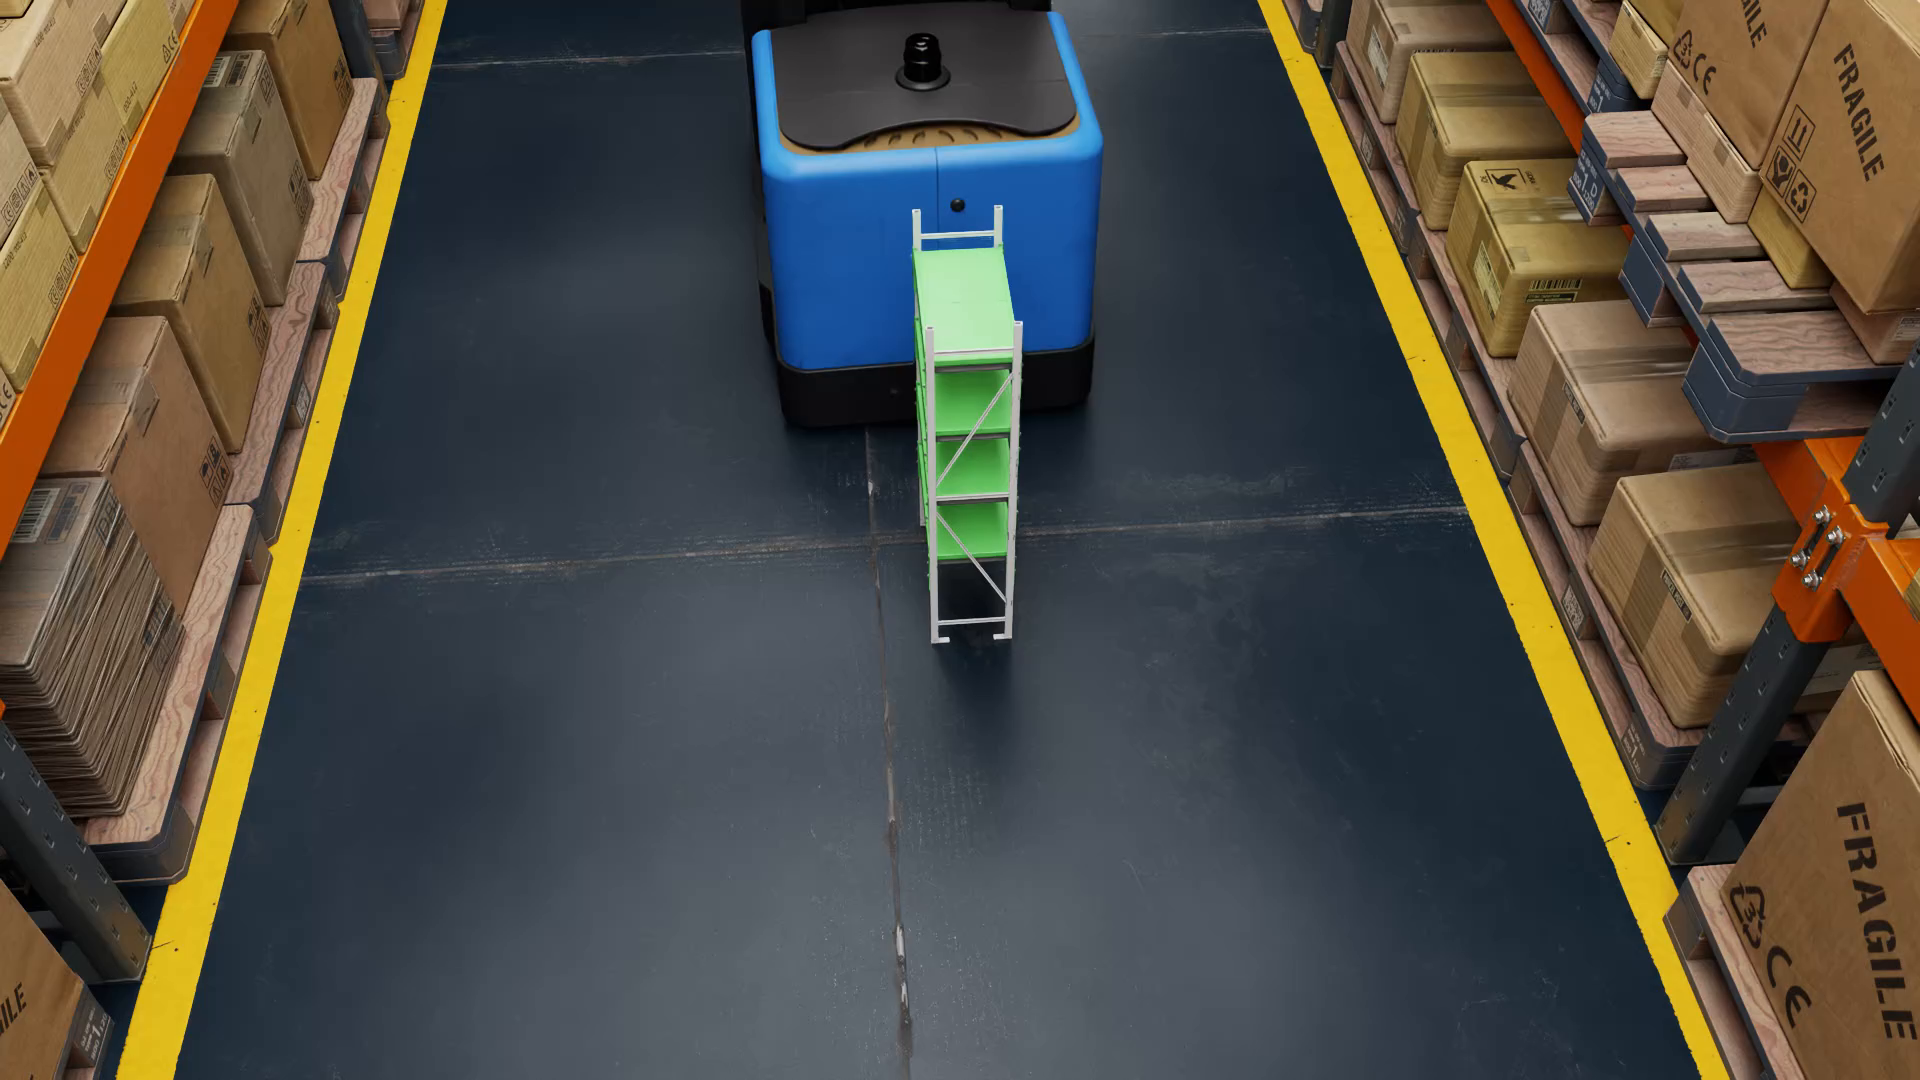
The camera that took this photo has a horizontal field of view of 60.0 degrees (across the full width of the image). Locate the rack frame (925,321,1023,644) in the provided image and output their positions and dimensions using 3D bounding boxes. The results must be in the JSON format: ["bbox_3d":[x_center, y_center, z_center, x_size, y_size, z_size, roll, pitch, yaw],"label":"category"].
[{"bbox_3d":[0.034,-0.116,4.534,0.240,1.200,0.015,-3,47,-3],"label":"rack frame"}]

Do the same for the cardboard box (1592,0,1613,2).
[{"bbox_3d":[1.909,-1.632,4.613,0.380,0.149,0.250,-5,47,-5],"label":"cardboard box"}]

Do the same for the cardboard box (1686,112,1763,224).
[{"bbox_3d":[1.957,-0.885,3.906,0.380,0.149,0.250,-4,47,-4],"label":"cardboard box"}]

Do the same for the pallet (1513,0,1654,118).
[{"bbox_3d":[2.173,-1.598,4.830,1.003,0.211,1.213,-3,47,-3],"label":"pallet"}]

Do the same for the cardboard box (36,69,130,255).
[{"bbox_3d":[-2.447,-0.951,4.188,0.500,0.250,0.500,-5,47,-5],"label":"cardboard box"}]

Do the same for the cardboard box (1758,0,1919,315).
[{"bbox_3d":[2.064,-0.828,3.405,0.500,0.500,0.500,-5,47,-4],"label":"cardboard box"}]

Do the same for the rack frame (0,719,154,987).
[{"bbox_3d":[-2.566,0.070,3.118,1.000,3.000,0.127,-3,47,-3],"label":"rack frame"}]

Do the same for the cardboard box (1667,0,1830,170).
[{"bbox_3d":[2.010,-1.201,3.759,0.500,0.500,0.500,-4,47,-4],"label":"cardboard box"}]

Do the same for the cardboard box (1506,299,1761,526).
[{"bbox_3d":[2.272,-0.418,5.101,0.950,0.372,0.625,-4,47,-4],"label":"cardboard box"}]

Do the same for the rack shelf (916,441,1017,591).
[{"bbox_3d":[0.014,-0.084,4.922,0.258,0.148,0.480,-3,47,-3],"label":"rack shelf"}]

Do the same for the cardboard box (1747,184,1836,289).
[{"bbox_3d":[2.023,-0.705,3.736,0.380,0.149,0.250,-3,47,-3],"label":"cardboard box"}]

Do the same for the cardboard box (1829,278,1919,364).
[{"bbox_3d":[2.118,-0.515,3.556,0.380,0.149,0.250,-2,47,-2],"label":"cardboard box"}]

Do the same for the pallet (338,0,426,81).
[{"bbox_3d":[-2.926,-2.443,7.419,1.003,0.211,1.213,-3,47,-3],"label":"pallet"}]

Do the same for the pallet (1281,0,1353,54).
[{"bbox_3d":[1.953,-2.654,7.618,1.003,0.211,1.213,-3,47,-3],"label":"pallet"}]

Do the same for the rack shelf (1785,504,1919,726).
[{"bbox_3d":[2.547,1.460,2.297,1.077,0.370,4.000,-3,47,-3],"label":"rack shelf"}]

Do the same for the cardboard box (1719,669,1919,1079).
[{"bbox_3d":[2.355,0.856,3.547,0.875,0.875,0.875,-4,47,-4],"label":"cardboard box"}]

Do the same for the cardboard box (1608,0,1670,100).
[{"bbox_3d":[1.907,-1.265,4.266,0.380,0.149,0.250,-3,47,-3],"label":"cardboard box"}]

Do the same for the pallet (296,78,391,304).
[{"bbox_3d":[-2.801,-1.335,6.369,1.003,0.211,1.213,-3,47,-3],"label":"pallet"}]

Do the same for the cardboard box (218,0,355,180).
[{"bbox_3d":[-2.846,-1.775,6.212,0.875,0.625,0.625,-2,47,-2],"label":"cardboard box"}]

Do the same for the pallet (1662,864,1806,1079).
[{"bbox_3d":[2.370,1.299,3.874,1.003,0.211,1.213,-3,47,-3],"label":"pallet"}]

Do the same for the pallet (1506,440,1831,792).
[{"bbox_3d":[2.316,0.159,4.954,1.003,0.211,1.213,-3,47,-3],"label":"pallet"}]

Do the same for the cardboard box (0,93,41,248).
[{"bbox_3d":[-2.401,-0.749,3.652,0.500,0.250,0.500,-2,47,-2],"label":"cardboard box"}]

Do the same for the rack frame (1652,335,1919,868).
[{"bbox_3d":[2.380,-0.235,3.406,1.000,3.000,0.127,-3,47,-3],"label":"rack frame"}]

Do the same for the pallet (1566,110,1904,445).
[{"bbox_3d":[2.214,-0.678,3.958,1.213,0.211,1.003,-3,47,-3],"label":"pallet"}]

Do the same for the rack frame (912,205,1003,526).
[{"bbox_3d":[-0.007,-0.469,4.868,0.240,1.200,0.015,-3,47,-3],"label":"rack frame"}]

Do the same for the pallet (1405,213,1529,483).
[{"bbox_3d":[2.217,-0.722,5.788,1.003,0.211,1.213,-3,47,-3],"label":"pallet"}]

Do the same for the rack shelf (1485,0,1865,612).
[{"bbox_3d":[2.212,-1.434,5.038,1.077,0.370,4.000,-3,47,-3],"label":"rack shelf"}]

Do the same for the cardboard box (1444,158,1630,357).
[{"bbox_3d":[2.215,-0.967,5.621,0.950,0.372,0.625,-2,47,-2],"label":"cardboard box"}]

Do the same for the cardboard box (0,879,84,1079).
[{"bbox_3d":[-2.317,1.078,3.596,0.500,0.500,0.500,-2,47,-2],"label":"cardboard box"}]

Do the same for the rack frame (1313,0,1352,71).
[{"bbox_3d":[2.045,-3.129,6.147,1.000,3.000,0.127,-3,47,-3],"label":"rack frame"}]

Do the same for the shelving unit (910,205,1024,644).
[{"bbox_3d":[0.014,-0.293,4.701,0.258,1.200,0.503,-3,47,-3],"label":"shelving unit"}]

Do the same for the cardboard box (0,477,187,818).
[{"bbox_3d":[-2.605,0.290,4.256,0.875,0.625,0.625,-2,47,-2],"label":"cardboard box"}]

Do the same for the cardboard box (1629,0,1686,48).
[{"bbox_3d":[1.967,-1.566,4.104,0.500,0.500,0.500,-6,47,-6],"label":"cardboard box"}]

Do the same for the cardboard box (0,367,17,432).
[{"bbox_3d":[-2.360,-0.215,3.490,0.500,0.250,0.500,-3,47,-3],"label":"cardboard box"}]

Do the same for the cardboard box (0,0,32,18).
[{"bbox_3d":[-2.418,-1.369,3.965,0.380,0.149,0.250,-3,47,-2],"label":"cardboard box"}]

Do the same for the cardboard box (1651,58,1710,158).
[{"bbox_3d":[1.944,-1.067,4.079,0.380,0.149,0.250,-5,47,-5],"label":"cardboard box"}]

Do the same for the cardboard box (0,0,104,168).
[{"bbox_3d":[-2.427,-1.129,4.012,0.500,0.250,0.500,-5,47,-4],"label":"cardboard box"}]

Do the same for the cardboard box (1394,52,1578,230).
[{"bbox_3d":[2.155,-1.470,6.097,0.950,0.372,0.625,-1,47,-1],"label":"cardboard box"}]

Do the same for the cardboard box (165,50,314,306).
[{"bbox_3d":[-2.789,-1.213,5.679,0.875,0.625,0.625,-4,47,-4],"label":"cardboard box"}]

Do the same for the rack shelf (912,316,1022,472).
[{"bbox_3d":[0.014,-0.414,4.573,0.258,0.148,0.480,-3,47,-3],"label":"rack shelf"}]

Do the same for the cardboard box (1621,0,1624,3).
[{"bbox_3d":[2.012,-1.455,4.446,0.380,0.149,0.250,-3,47,-3],"label":"cardboard box"}]

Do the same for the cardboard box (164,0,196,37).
[{"bbox_3d":[-2.540,-1.699,4.897,0.500,0.250,0.500,-3,47,-3],"label":"cardboard box"}]

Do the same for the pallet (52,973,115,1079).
[{"bbox_3d":[-2.542,1.571,3.617,1.003,0.211,1.213,-3,47,-3],"label":"pallet"}]

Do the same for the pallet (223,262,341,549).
[{"bbox_3d":[-2.695,-0.450,5.531,1.003,0.211,1.213,-3,47,-3],"label":"pallet"}]

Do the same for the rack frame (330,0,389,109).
[{"bbox_3d":[-2.901,-2.824,5.859,1.000,3.000,0.127,-3,47,-3],"label":"rack frame"}]

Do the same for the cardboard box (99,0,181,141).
[{"bbox_3d":[-2.489,-1.326,4.543,0.500,0.250,0.500,-2,47,-2],"label":"cardboard box"}]

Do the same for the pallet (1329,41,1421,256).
[{"bbox_3d":[2.111,-1.607,6.626,1.003,0.211,1.213,-3,47,-3],"label":"pallet"}]

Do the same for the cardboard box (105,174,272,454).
[{"bbox_3d":[-2.724,-0.669,5.164,0.875,0.625,0.625,-5,47,-5],"label":"cardboard box"}]

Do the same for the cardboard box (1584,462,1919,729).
[{"bbox_3d":[2.342,0.115,4.596,0.950,0.372,0.625,-6,47,-6],"label":"cardboard box"}]

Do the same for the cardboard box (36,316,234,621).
[{"bbox_3d":[-2.668,-0.182,4.703,0.875,0.625,0.625,-2,47,-2],"label":"cardboard box"}]

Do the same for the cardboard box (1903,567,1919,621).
[{"bbox_3d":[2.170,0.186,3.111,0.500,0.250,0.500,-4,47,-4],"label":"cardboard box"}]

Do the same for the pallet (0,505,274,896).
[{"bbox_3d":[-2.596,0.431,4.697,1.003,0.211,1.213,-3,47,-3],"label":"pallet"}]

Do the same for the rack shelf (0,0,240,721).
[{"bbox_3d":[-2.734,-1.130,4.750,1.077,0.370,4.000,-3,47,-3],"label":"rack shelf"}]

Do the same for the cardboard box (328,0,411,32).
[{"bbox_3d":[-2.612,-2.393,7.055,0.500,0.250,0.500,-3,47,-3],"label":"cardboard box"}]

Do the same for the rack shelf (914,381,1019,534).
[{"bbox_3d":[0.014,-0.249,4.747,0.258,0.148,0.480,-3,47,-3],"label":"rack shelf"}]

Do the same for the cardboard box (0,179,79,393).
[{"bbox_3d":[-2.397,-0.579,3.835,0.500,0.250,0.500,-4,47,-4],"label":"cardboard box"}]

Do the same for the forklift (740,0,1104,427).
[{"bbox_3d":[-0.254,-2.461,5.562,1.130,2.935,3.031,-5,47,-5],"label":"forklift"}]

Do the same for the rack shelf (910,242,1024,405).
[{"bbox_3d":[0.014,-0.579,4.399,0.258,0.148,0.480,-3,47,-3],"label":"rack shelf"}]

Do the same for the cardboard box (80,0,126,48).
[{"bbox_3d":[-2.495,-1.497,4.360,0.500,0.250,0.500,-3,47,-3],"label":"cardboard box"}]

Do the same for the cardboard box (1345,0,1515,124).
[{"bbox_3d":[2.091,-1.990,6.589,0.950,0.372,0.625,-3,47,-3],"label":"cardboard box"}]
